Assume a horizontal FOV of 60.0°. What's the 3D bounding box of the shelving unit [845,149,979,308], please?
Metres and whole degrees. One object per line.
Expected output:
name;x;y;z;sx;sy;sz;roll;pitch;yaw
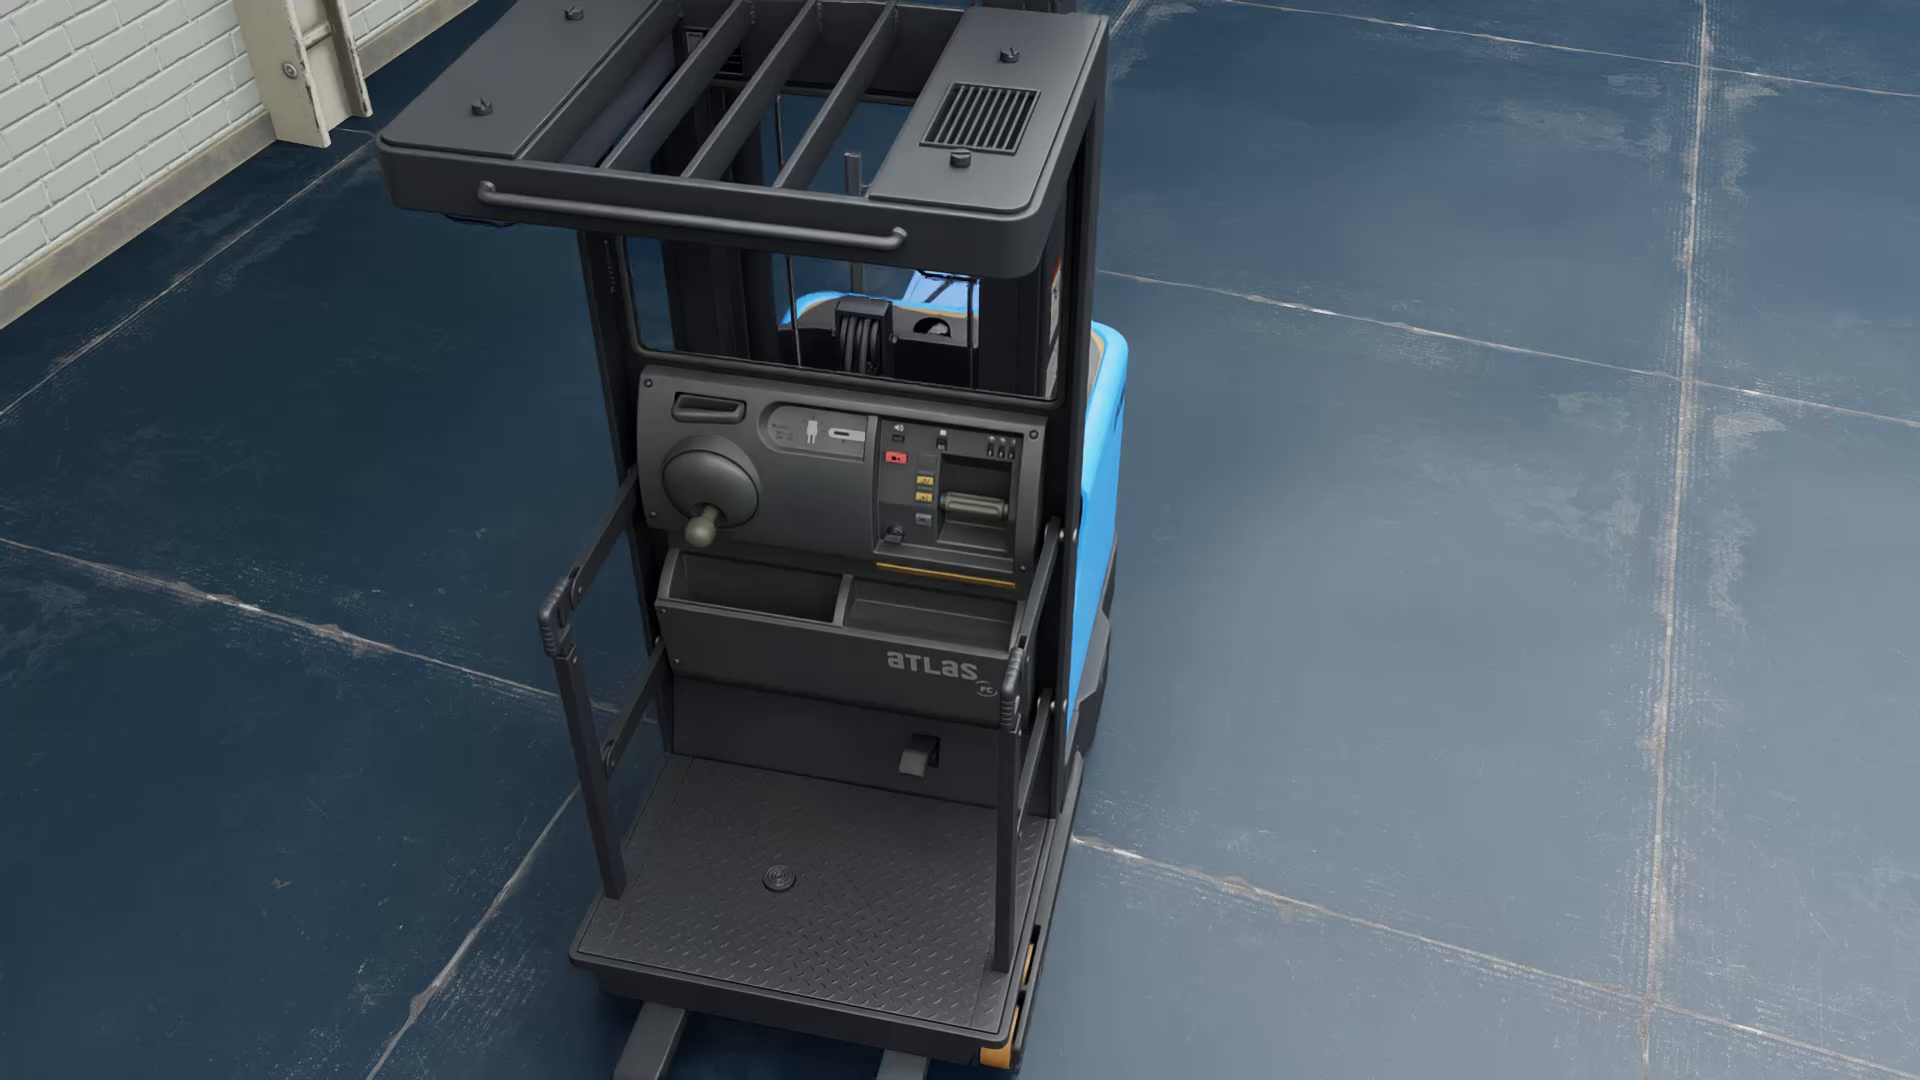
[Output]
shelving unit;0.030;-0.822;5.558;0.538;1.500;1.048;8;41;9

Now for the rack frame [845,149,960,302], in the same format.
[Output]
rack frame;-0.080;-0.500;5.181;0.500;1.500;0.032;8;41;9

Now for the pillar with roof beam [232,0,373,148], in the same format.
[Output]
pillar with roof beam;0.933;-4.495;4.086;9.100;9.000;0.400;13;42;15

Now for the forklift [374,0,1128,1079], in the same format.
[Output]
forklift;-0.321;-0.061;3.563;1.130;2.935;3.031;8;41;10

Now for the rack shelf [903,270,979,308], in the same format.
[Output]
rack shelf;0.030;-0.685;5.675;0.538;0.185;1.000;8;41;9
